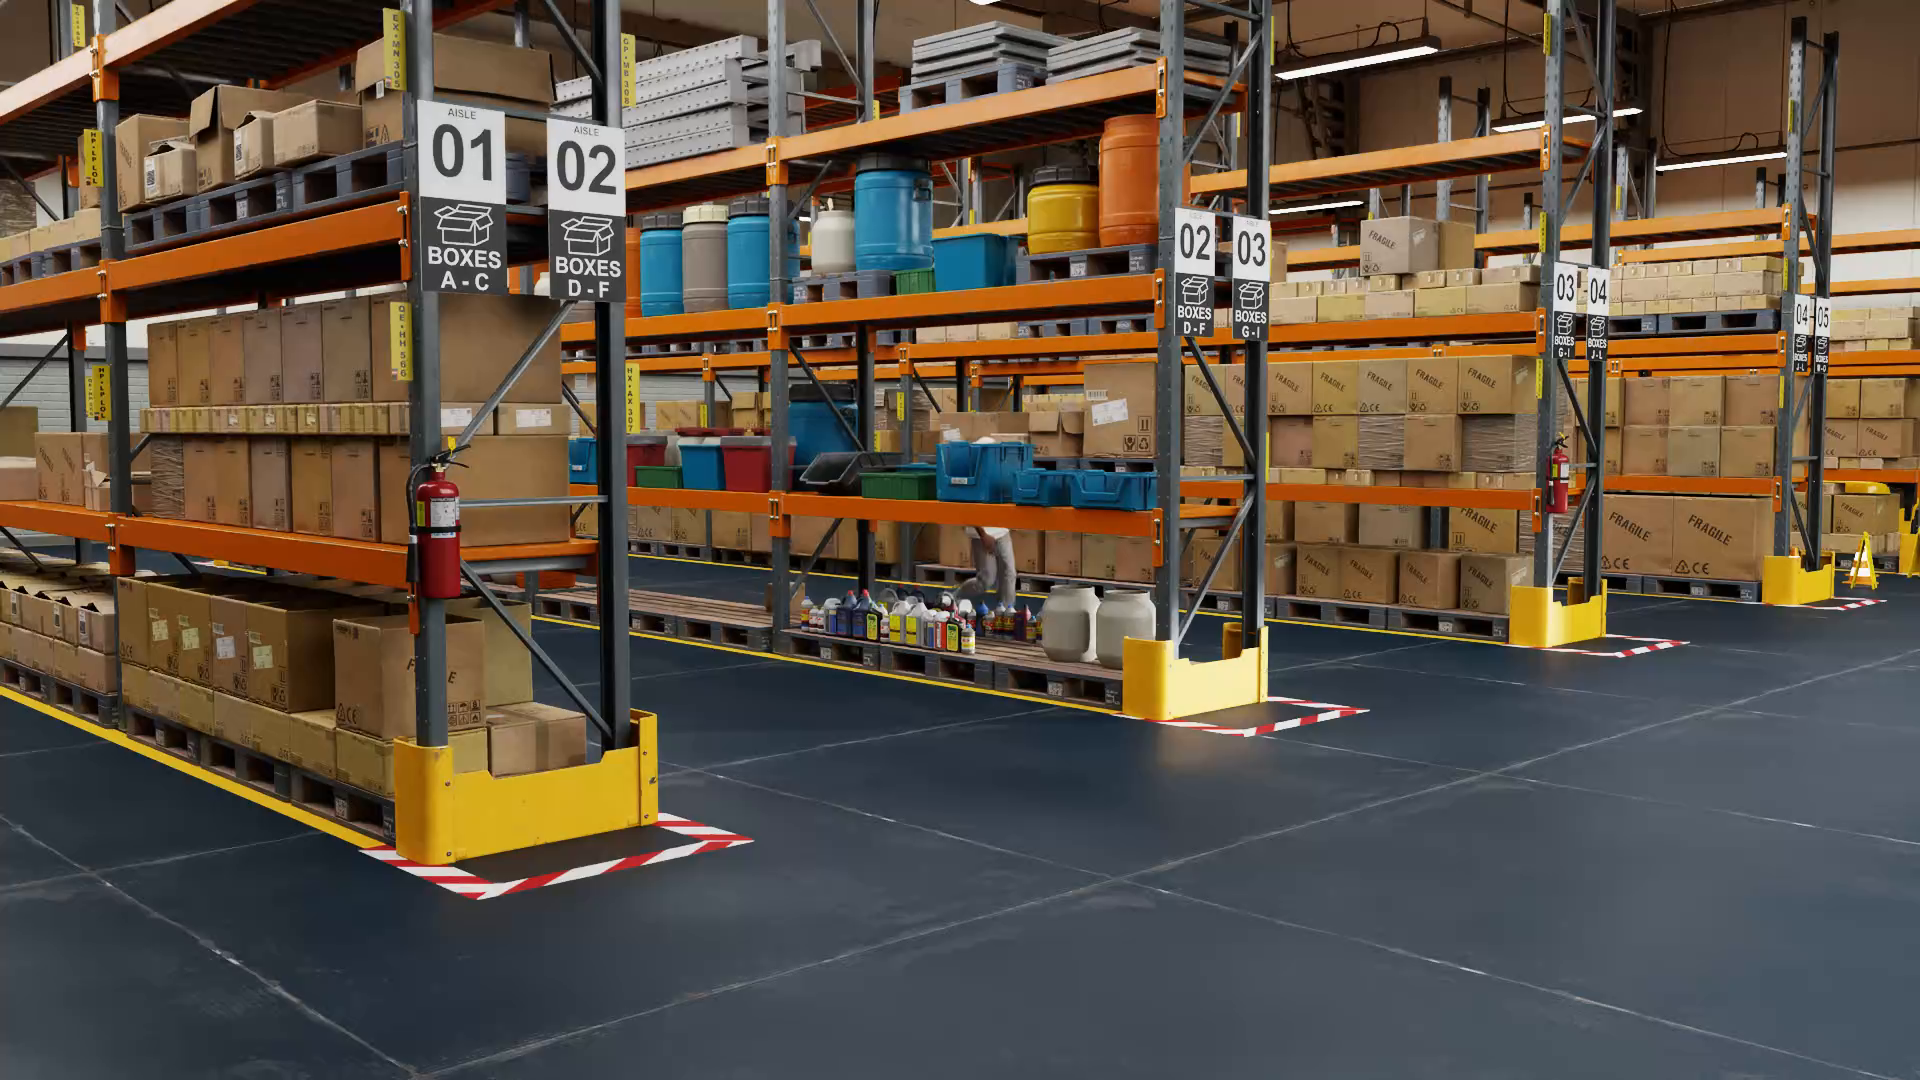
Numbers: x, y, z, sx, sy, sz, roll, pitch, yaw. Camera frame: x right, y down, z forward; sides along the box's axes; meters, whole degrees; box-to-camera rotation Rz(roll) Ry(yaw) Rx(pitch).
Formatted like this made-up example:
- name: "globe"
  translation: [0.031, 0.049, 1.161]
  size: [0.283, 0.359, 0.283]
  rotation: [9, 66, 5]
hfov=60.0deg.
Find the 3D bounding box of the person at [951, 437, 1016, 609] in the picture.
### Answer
- name: "person"
  translation: [0.237, -0.041, 14.772]
  size: [0.831, 1.740, 0.624]
  rotation: [3, 5, 40]
